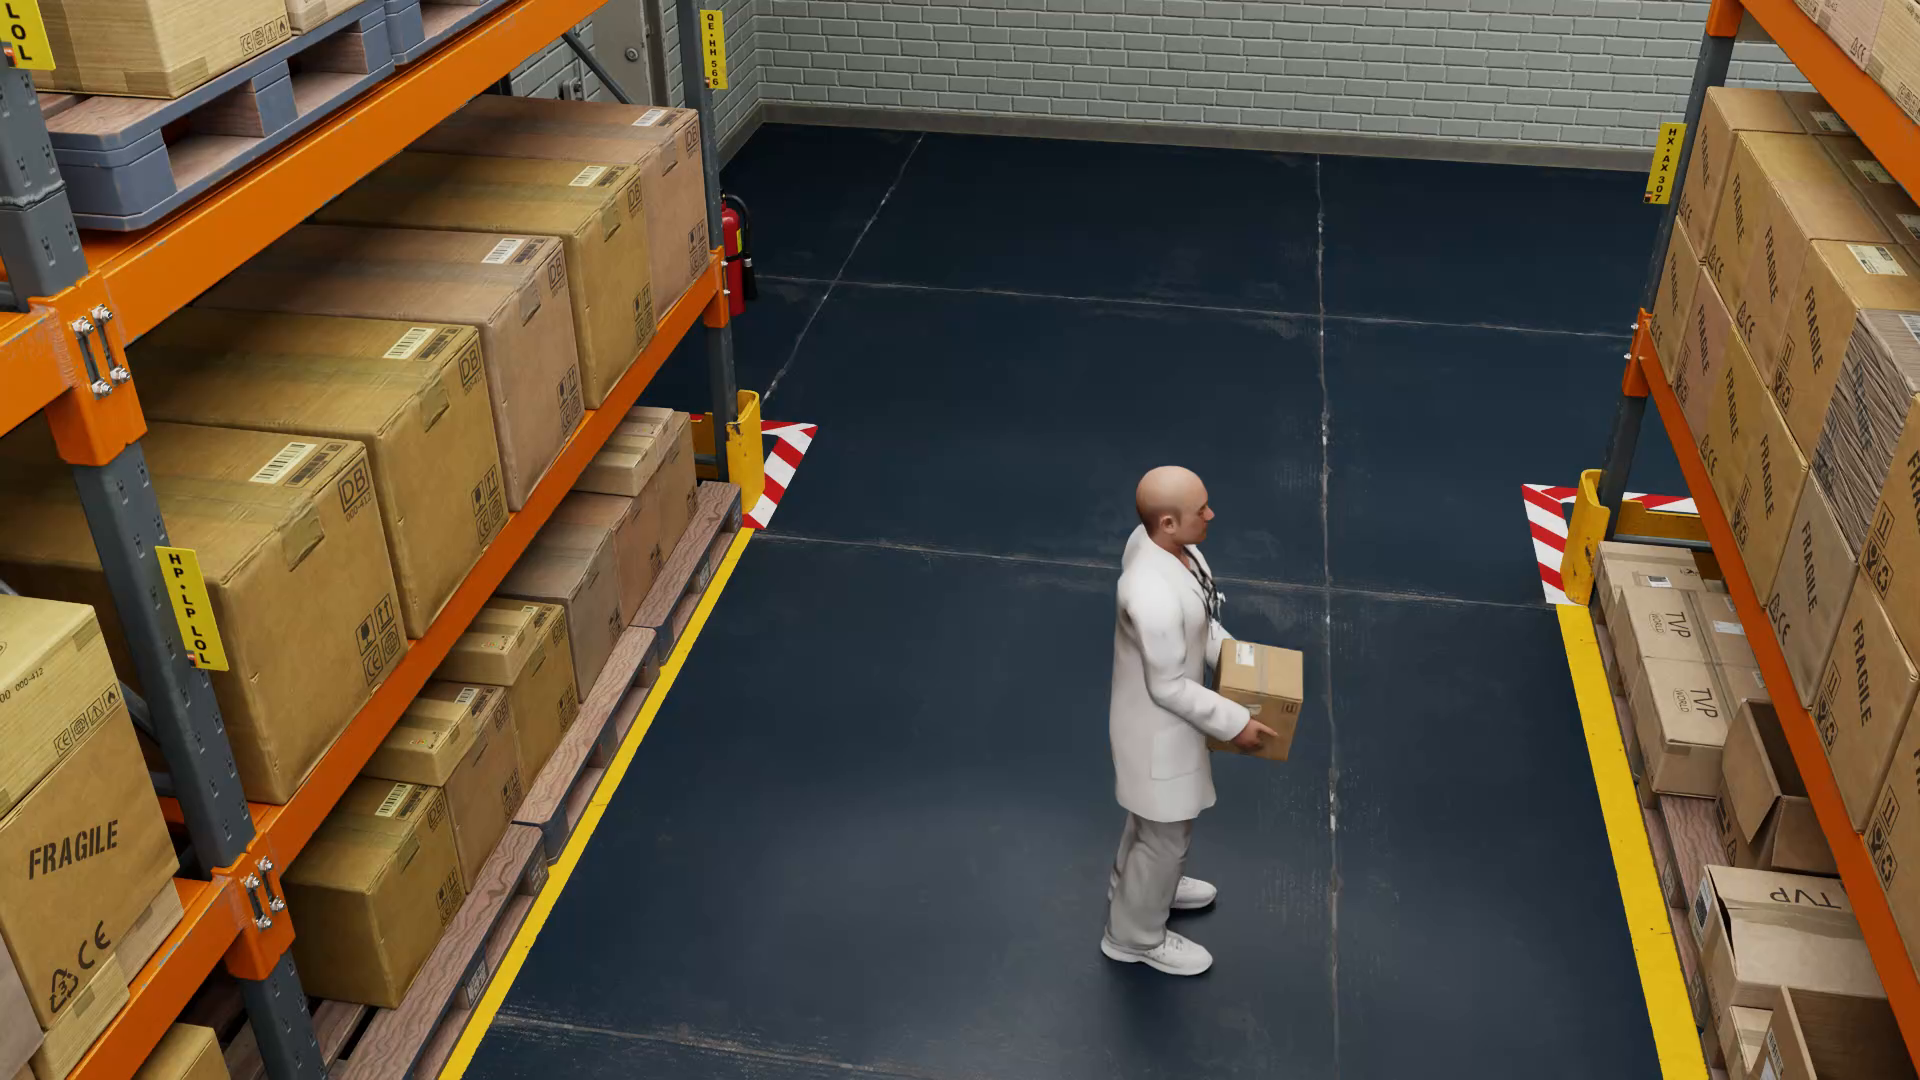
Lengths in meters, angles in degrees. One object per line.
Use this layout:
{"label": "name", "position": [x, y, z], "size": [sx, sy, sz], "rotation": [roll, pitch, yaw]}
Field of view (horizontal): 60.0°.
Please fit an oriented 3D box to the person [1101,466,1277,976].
{"label": "person", "position": [0.730, 0.569, 5.232], "size": [0.517, 1.782, 0.559], "rotation": [5, 32, 8]}
